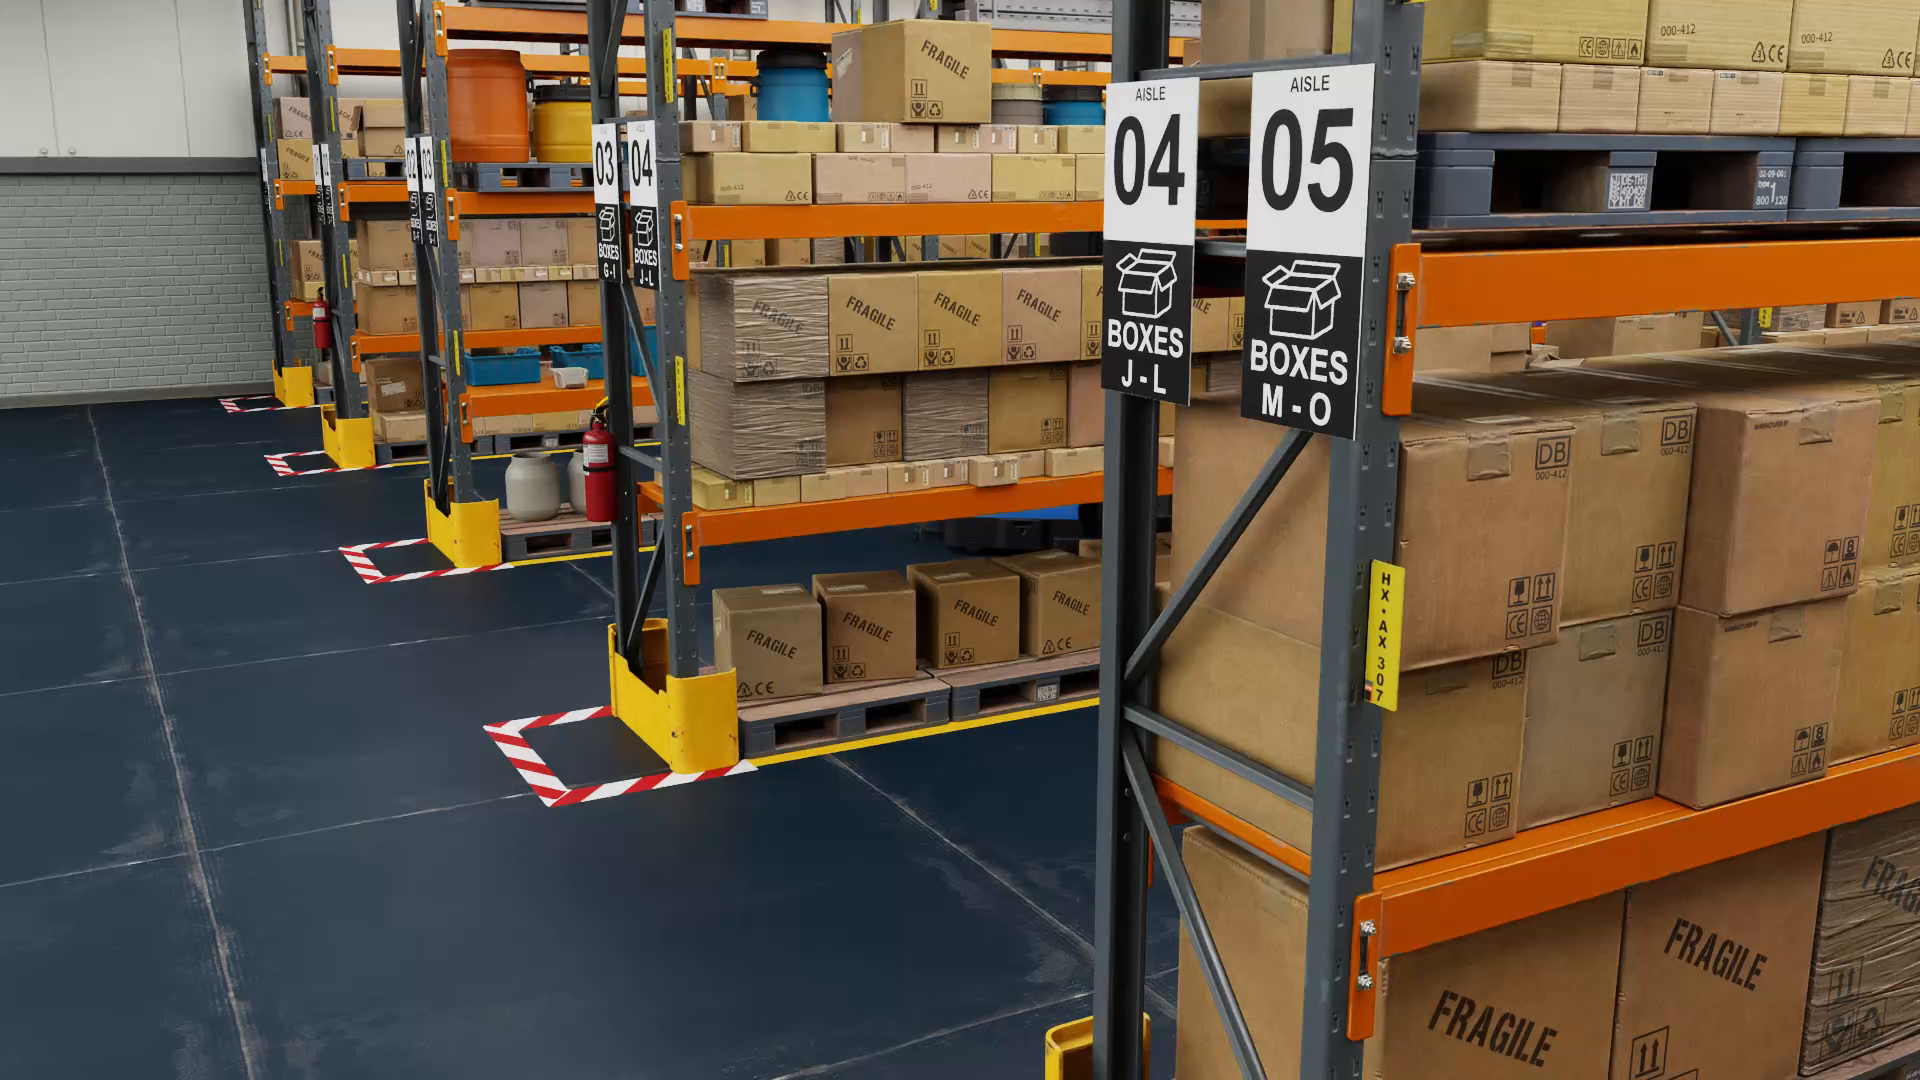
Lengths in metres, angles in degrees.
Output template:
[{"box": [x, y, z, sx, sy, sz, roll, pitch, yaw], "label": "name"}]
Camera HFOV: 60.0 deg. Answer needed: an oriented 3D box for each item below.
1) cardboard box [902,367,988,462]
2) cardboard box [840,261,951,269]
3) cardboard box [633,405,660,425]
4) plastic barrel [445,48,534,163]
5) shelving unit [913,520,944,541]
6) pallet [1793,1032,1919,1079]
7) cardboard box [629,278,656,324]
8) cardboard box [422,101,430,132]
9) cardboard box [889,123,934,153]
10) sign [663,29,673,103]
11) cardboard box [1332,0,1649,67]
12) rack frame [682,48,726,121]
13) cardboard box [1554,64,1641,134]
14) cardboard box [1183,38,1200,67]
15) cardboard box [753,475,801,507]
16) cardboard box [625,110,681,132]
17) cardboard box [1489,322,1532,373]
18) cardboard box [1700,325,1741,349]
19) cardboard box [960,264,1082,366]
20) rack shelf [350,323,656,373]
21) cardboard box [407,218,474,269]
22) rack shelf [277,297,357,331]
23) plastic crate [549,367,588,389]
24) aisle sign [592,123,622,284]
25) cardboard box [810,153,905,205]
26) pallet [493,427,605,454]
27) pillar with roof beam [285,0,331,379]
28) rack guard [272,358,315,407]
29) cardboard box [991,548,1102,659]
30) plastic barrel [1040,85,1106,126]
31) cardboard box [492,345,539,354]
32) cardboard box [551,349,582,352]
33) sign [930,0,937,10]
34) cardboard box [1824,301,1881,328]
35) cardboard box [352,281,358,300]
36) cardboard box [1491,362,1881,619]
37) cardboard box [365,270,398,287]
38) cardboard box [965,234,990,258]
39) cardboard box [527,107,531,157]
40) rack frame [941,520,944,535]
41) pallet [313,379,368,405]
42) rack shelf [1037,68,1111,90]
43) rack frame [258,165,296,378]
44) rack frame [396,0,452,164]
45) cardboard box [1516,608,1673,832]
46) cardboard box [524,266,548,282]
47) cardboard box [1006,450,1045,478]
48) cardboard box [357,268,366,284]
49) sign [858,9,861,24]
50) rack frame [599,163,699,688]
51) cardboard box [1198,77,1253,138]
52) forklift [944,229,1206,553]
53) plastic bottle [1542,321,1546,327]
[{"box": [-0.271, -0.768, 9.284, 0.500, 0.500, 0.875, -7, 14, -28], "label": "cardboard box"}, {"box": [-0.368, -1.294, 9.347, 0.500, 0.500, 0.500, -7, 14, -28], "label": "cardboard box"}, {"box": [-3.587, -1.454, 18.542, 0.500, 0.250, 0.500, -7, 14, -28], "label": "cardboard box"}, {"box": [-3.616, -3.309, 12.716, 0.708, 0.830, 0.600, -7, 14, -28], "label": "plastic barrel"}, {"box": [-0.239, -0.531, 13.577, 0.252, 1.050, 0.215, -4, 13, -19], "label": "shelving unit"}, {"box": [2.413, 1.699, 5.580, 1.213, 0.211, 1.003, -7, 14, -28], "label": "pallet"}, {"box": [-3.687, -2.676, 18.440, 0.500, 0.500, 0.700, -7, 14, -28], "label": "cardboard box"}, {"box": [-7.113, -5.529, 21.964, 0.500, 0.500, 0.500, -7, 14, -28], "label": "cardboard box"}, {"box": [-0.331, -2.069, 8.573, 0.250, 0.149, 0.380, -7, 14, -28], "label": "cardboard box"}, {"box": [-1.348, -2.187, 7.671, 0.005, 0.325, 0.100, -7, 14, -28], "label": "sign"}, {"box": [1.226, -1.225, 3.870, 0.500, 0.250, 0.500, -7, 14, -28], "label": "cardboard box"}, {"box": [-2.841, -5.659, 18.257, 0.127, 3.000, 1.000, -7, 14, -28], "label": "rack frame"}, {"box": [1.357, -1.031, 3.913, 0.250, 0.149, 0.380, -7, 14, -27], "label": "cardboard box"}, {"box": [1.630, -2.627, 9.574, 0.500, 0.500, 0.500, -7, 15, -30], "label": "cardboard box"}, {"box": [-1.015, -0.286, 8.618, 0.250, 0.149, 0.380, -7, 14, -28], "label": "cardboard box"}, {"box": [-3.409, -4.515, 18.504, 0.500, 0.500, 0.500, -6, 14, -23], "label": "cardboard box"}, {"box": [3.380, -1.278, 11.263, 0.637, 0.503, 0.797, -5, 14, -22], "label": "cardboard box"}, {"box": [5.728, -1.392, 12.733, 0.500, 0.500, 0.500, -6, 14, -26], "label": "cardboard box"}, {"box": [0.321, -1.246, 9.133, 0.500, 0.500, 0.500, -7, 14, -28], "label": "cardboard box"}, {"box": [-4.596, -2.170, 18.060, 4.000, 0.370, 1.077, -7, 14, -28], "label": "rack shelf"}, {"box": [-5.430, -3.101, 17.375, 0.500, 0.500, 0.700, -7, 15, -29], "label": "cardboard box"}, {"box": [-6.973, -3.125, 22.300, 4.000, 0.370, 1.077, -7, 14, -28], "label": "rack shelf"}, {"box": [-3.042, -1.259, 12.974, 0.250, 0.136, 0.298, -7, 14, -28], "label": "plastic crate"}, {"box": [-1.806, -1.721, 8.504, 0.004, 0.787, 0.394, -7, 14, -28], "label": "aisle sign"}, {"box": [-0.612, -1.848, 8.499, 0.500, 0.250, 0.500, -7, 15, -29], "label": "cardboard box"}, {"box": [-4.631, -1.167, 18.312, 1.213, 0.211, 1.003, -7, 14, -28], "label": "pallet"}, {"box": [-6.466, -5.603, 18.009, 0.400, 9.000, 9.100, -7, 14, -28], "label": "pillar with roof beam"}, {"box": [-8.662, -2.054, 21.596, 0.348, 0.500, 1.175, -7, 14, -28], "label": "rack guard"}, {"box": [0.526, 0.369, 9.875, 0.500, 0.500, 0.500, -8, 15, -33], "label": "cardboard box"}, {"box": [1.020, -3.718, 15.323, 0.708, 0.901, 0.600, -7, 14, -28], "label": "plastic barrel"}, {"box": [-6.109, -2.564, 22.863, 0.500, 0.500, 0.500, -8, 15, -32], "label": "cardboard box"}, {"box": [-4.275, -1.867, 18.673, 0.500, 0.500, 0.500, -7, 14, -28], "label": "cardboard box"}, {"box": [-0.217, -4.494, 13.560, 0.005, 0.325, 0.100, -7, 14, -28], "label": "sign"}, {"box": [6.636, -1.923, 12.810, 0.637, 0.503, 0.797, -6, 14, -27], "label": "cardboard box"}, {"box": [-7.699, -3.249, 21.511, 0.500, 0.250, 0.500, -7, 15, -30], "label": "cardboard box"}, {"box": [2.019, -0.175, 4.753, 0.550, 0.550, 0.875, -7, 14, -28], "label": "cardboard box"}, {"box": [-5.904, -2.676, 16.963, 0.250, 0.149, 0.380, -7, 14, -28], "label": "cardboard box"}, {"box": [0.196, -4.474, 25.706, 0.500, 0.500, 0.500, -6, 14, -26], "label": "cardboard box"}, {"box": [-4.763, -4.218, 17.186, 0.500, 0.500, 0.500, -7, 14, -28], "label": "cardboard box"}, {"box": [-0.124, -0.540, 13.617, 0.008, 1.050, 0.200, -4, 13, -19], "label": "rack frame"}, {"box": [-7.932, -1.991, 21.977, 1.213, 0.211, 1.003, -7, 14, -28], "label": "pallet"}, {"box": [2.426, -5.744, 21.185, 4.000, 0.370, 1.077, -7, 14, -28], "label": "rack shelf"}, {"box": [-8.728, -3.265, 21.286, 0.127, 3.000, 1.000, -7, 14, -28], "label": "rack frame"}, {"box": [-3.982, -4.283, 12.144, 0.127, 3.000, 1.000, -7, 14, -28], "label": "rack frame"}, {"box": [1.456, 0.382, 4.738, 0.550, 0.550, 0.875, -7, 14, -28], "label": "cardboard box"}, {"box": [-4.554, -2.838, 17.680, 0.250, 0.149, 0.380, -7, 14, -27], "label": "cardboard box"}, {"box": [0.275, -0.454, 9.366, 0.250, 0.149, 0.380, -7, 14, -28], "label": "cardboard box"}, {"box": [-6.108, -2.753, 17.305, 0.250, 0.149, 0.380, -7, 15, -29], "label": "cardboard box"}, {"box": [-1.438, -7.424, 23.796, 0.005, 0.325, 0.100, -7, 14, -28], "label": "sign"}, {"box": [-1.608, -0.401, 8.561, 0.127, 3.000, 1.000, -7, 14, -28], "label": "rack frame"}, {"box": [0.809, -1.130, 4.353, 0.250, 0.149, 0.380, -7, 14, -28], "label": "cardboard box"}, {"box": [1.425, -1.385, 13.087, 3.031, 2.935, 1.130, 1, 13, 6], "label": "forklift"}, {"box": [6.272, -2.400, 17.895, 0.097, 0.201, 0.097, 0, 13, 0], "label": "plastic bottle"}]
